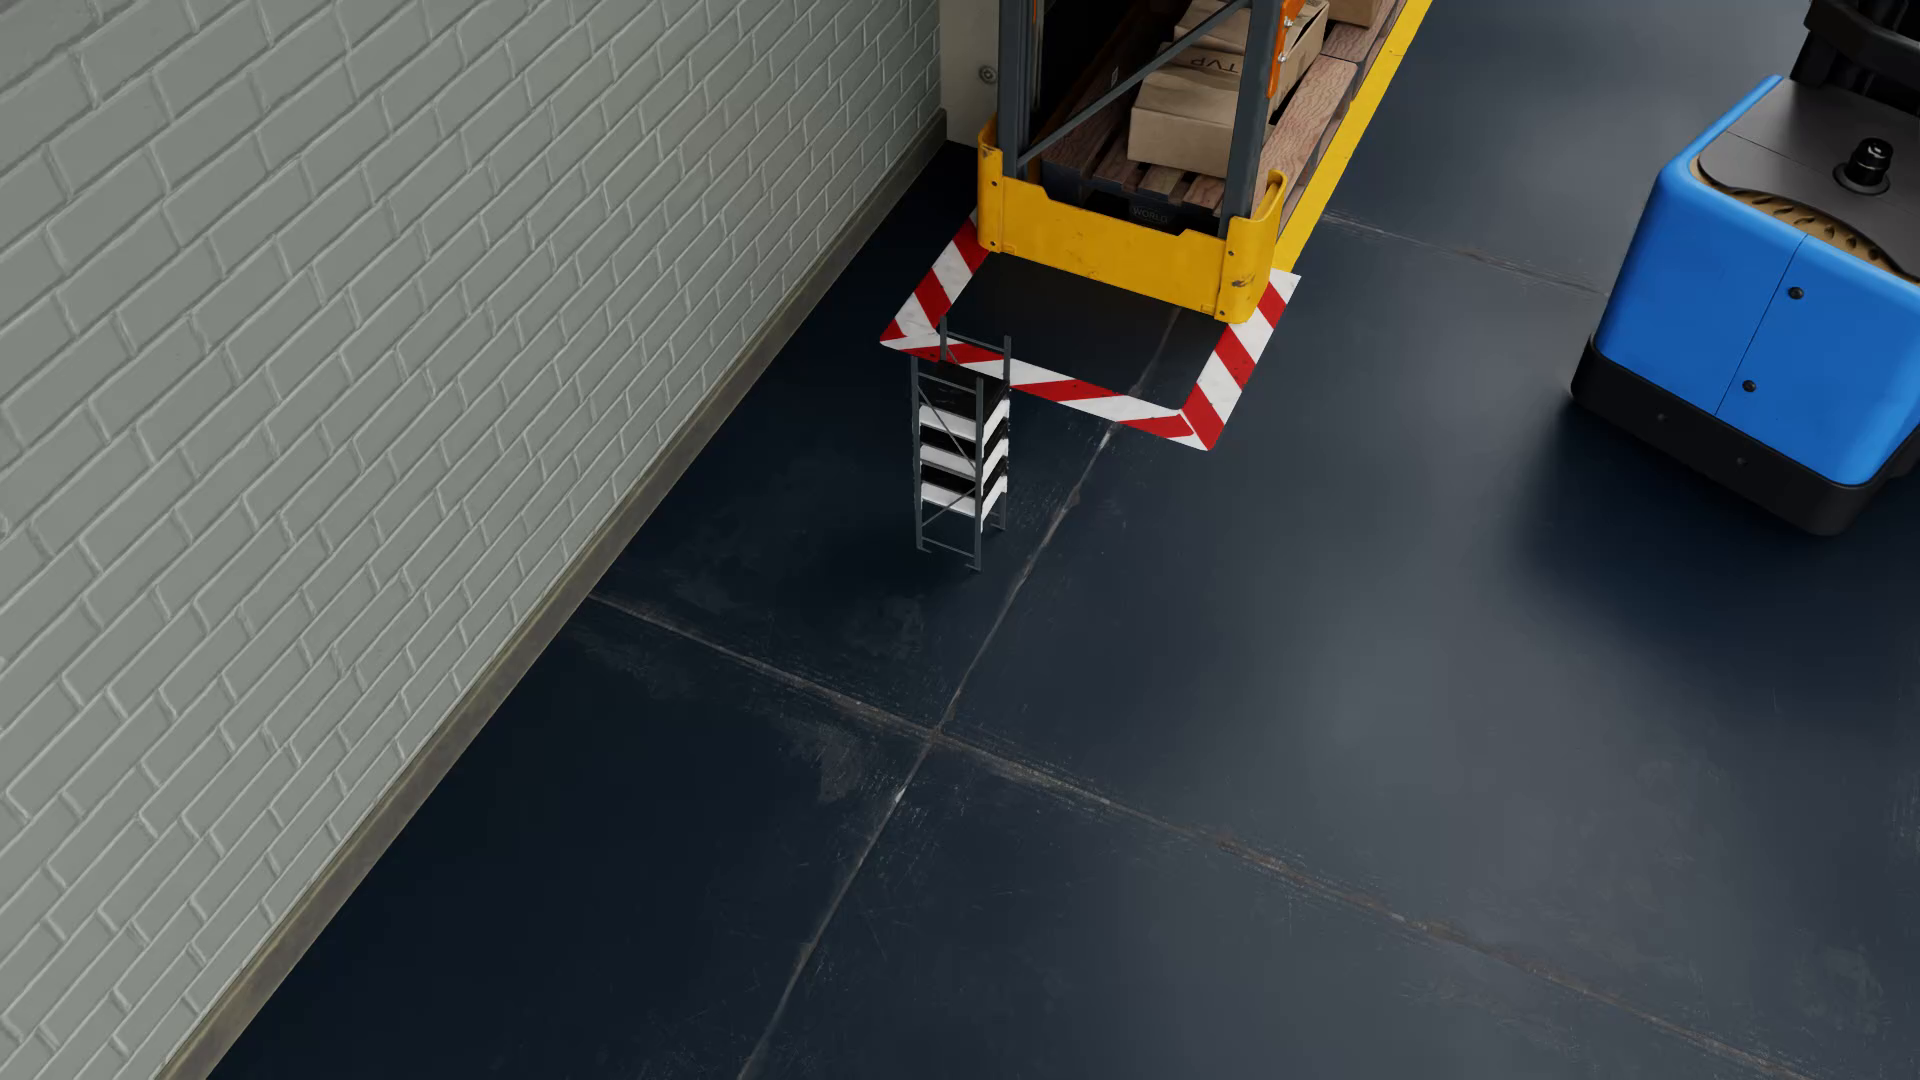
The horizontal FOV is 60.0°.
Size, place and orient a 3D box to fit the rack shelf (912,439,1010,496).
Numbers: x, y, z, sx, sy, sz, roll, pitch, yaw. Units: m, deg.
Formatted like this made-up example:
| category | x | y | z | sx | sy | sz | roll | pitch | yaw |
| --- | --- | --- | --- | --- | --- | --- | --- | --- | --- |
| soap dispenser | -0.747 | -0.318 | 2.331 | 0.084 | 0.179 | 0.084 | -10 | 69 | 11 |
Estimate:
| category | x | y | z | sx | sy | sz | roll | pitch | yaw |
| --- | --- | --- | --- | --- | --- | --- | --- | --- | --- |
| rack shelf | 0.003 | -0.276 | 5.437 | 0.258 | 0.077 | 0.200 | 20 | 52 | 16 |

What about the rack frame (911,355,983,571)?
| category | x | y | z | sx | sy | sz | roll | pitch | yaw |
| --- | --- | --- | --- | --- | --- | --- | --- | --- | --- |
| rack frame | -0.040 | -0.227 | 5.352 | 0.240 | 0.900 | 0.006 | 20 | 52 | 16 |

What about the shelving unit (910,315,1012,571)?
| category | x | y | z | sx | sy | sz | roll | pitch | yaw |
| --- | --- | --- | --- | --- | --- | --- | --- | --- | --- |
| shelving unit | 0.003 | -0.297 | 5.412 | 0.258 | 0.900 | 0.210 | 20 | 52 | 16 |

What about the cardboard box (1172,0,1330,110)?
| category | x | y | z | sx | sy | sz | roll | pitch | yaw |
| --- | --- | --- | --- | --- | --- | --- | --- | --- | --- |
| cardboard box | 1.237 | -2.162 | 7.097 | 0.500 | 0.311 | 0.500 | 24 | 54 | 19 |

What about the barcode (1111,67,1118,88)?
| category | x | y | z | sx | sy | sz | roll | pitch | yaw |
| --- | --- | --- | --- | --- | --- | --- | --- | --- | --- |
| barcode | 0.640 | -1.915 | 6.881 | 0.001 | 0.075 | 0.075 | 20 | 52 | 16 |

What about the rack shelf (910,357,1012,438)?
| category | x | y | z | sx | sy | sz | roll | pitch | yaw |
| --- | --- | --- | --- | --- | --- | --- | --- | --- | --- |
| rack shelf | 0.003 | -0.451 | 5.232 | 0.258 | 0.077 | 0.200 | 20 | 52 | 16 |

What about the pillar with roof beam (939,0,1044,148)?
| category | x | y | z | sx | sy | sz | roll | pitch | yaw |
| --- | --- | --- | --- | --- | --- | --- | --- | --- | --- |
| pillar with roof beam | 4.026 | -3.358 | 2.699 | 9.100 | 9.000 | 0.400 | 20 | 52 | 16 |

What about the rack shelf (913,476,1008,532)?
| category | x | y | z | sx | sy | sz | roll | pitch | yaw |
| --- | --- | --- | --- | --- | --- | --- | --- | --- | --- |
| rack shelf | 0.003 | -0.159 | 5.575 | 0.258 | 0.077 | 0.200 | 20 | 52 | 16 |

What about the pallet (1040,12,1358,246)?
| category | x | y | z | sx | sy | sz | roll | pitch | yaw |
| --- | --- | --- | --- | --- | --- | --- | --- | --- | --- |
| pallet | 1.028 | -1.748 | 7.099 | 1.003 | 0.211 | 1.213 | 20 | 52 | 16 |

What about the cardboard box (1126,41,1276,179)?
| category | x | y | z | sx | sy | sz | roll | pitch | yaw |
| --- | --- | --- | --- | --- | --- | --- | --- | --- | --- |
| cardboard box | 0.994 | -1.770 | 6.763 | 0.500 | 0.311 | 0.500 | 14 | 51 | 12 |

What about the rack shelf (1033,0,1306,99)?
| category | x | y | z | sx | sy | sz | roll | pitch | yaw |
| --- | --- | --- | --- | --- | --- | --- | --- | --- | --- |
| rack shelf | 1.471 | -3.195 | 6.972 | 1.077 | 0.370 | 4.000 | 20 | 52 | 16 |

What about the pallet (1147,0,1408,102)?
| category | x | y | z | sx | sy | sz | roll | pitch | yaw |
| --- | --- | --- | --- | --- | --- | --- | --- | --- | --- |
| pallet | 1.551 | -2.585 | 7.811 | 1.003 | 0.211 | 1.213 | 20 | 52 | 16 |

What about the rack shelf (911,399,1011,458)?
| category | x | y | z | sx | sy | sz | roll | pitch | yaw |
| --- | --- | --- | --- | --- | --- | --- | --- | --- | --- |
| rack shelf | 0.003 | -0.392 | 5.300 | 0.258 | 0.077 | 0.200 | 20 | 52 | 16 |

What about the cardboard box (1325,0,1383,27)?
| category | x | y | z | sx | sy | sz | roll | pitch | yaw |
| --- | --- | --- | --- | --- | --- | --- | --- | --- | --- |
| cardboard box | 1.596 | -2.712 | 7.441 | 0.700 | 0.500 | 0.500 | 17 | 52 | 14 |

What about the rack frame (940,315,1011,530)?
| category | x | y | z | sx | sy | sz | roll | pitch | yaw |
| --- | --- | --- | --- | --- | --- | --- | --- | --- | --- |
| rack frame | 0.047 | -0.367 | 5.472 | 0.240 | 0.900 | 0.006 | 20 | 52 | 16 |

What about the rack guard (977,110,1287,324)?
| category | x | y | z | sx | sy | sz | roll | pitch | yaw |
| --- | --- | --- | --- | --- | --- | --- | --- | --- | --- |
| rack guard | 0.649 | -1.293 | 6.522 | 1.175 | 0.500 | 0.348 | 20 | 52 | 16 |

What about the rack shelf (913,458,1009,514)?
| category | x | y | z | sx | sy | sz | roll | pitch | yaw |
| --- | --- | --- | --- | --- | --- | --- | --- | --- | --- |
| rack shelf | 0.003 | -0.217 | 5.506 | 0.258 | 0.077 | 0.200 | 20 | 52 | 16 |

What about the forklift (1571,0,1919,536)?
| category | x | y | z | sx | sy | sz | roll | pitch | yaw |
| --- | --- | --- | --- | --- | --- | --- | --- | --- | --- |
| forklift | 3.642 | -1.985 | 5.514 | 1.130 | 2.935 | 3.031 | 37 | 59 | 27 |

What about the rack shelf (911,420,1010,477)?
| category | x | y | z | sx | sy | sz | roll | pitch | yaw |
| --- | --- | --- | --- | --- | --- | --- | --- | --- | --- |
| rack shelf | 0.003 | -0.334 | 5.369 | 0.258 | 0.077 | 0.200 | 20 | 52 | 16 |

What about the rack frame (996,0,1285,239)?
| category | x | y | z | sx | sy | sz | roll | pitch | yaw |
| --- | --- | --- | --- | --- | --- | --- | --- | --- | --- |
| rack frame | 0.617 | -2.051 | 5.526 | 1.000 | 3.000 | 0.127 | 20 | 52 | 16 |
